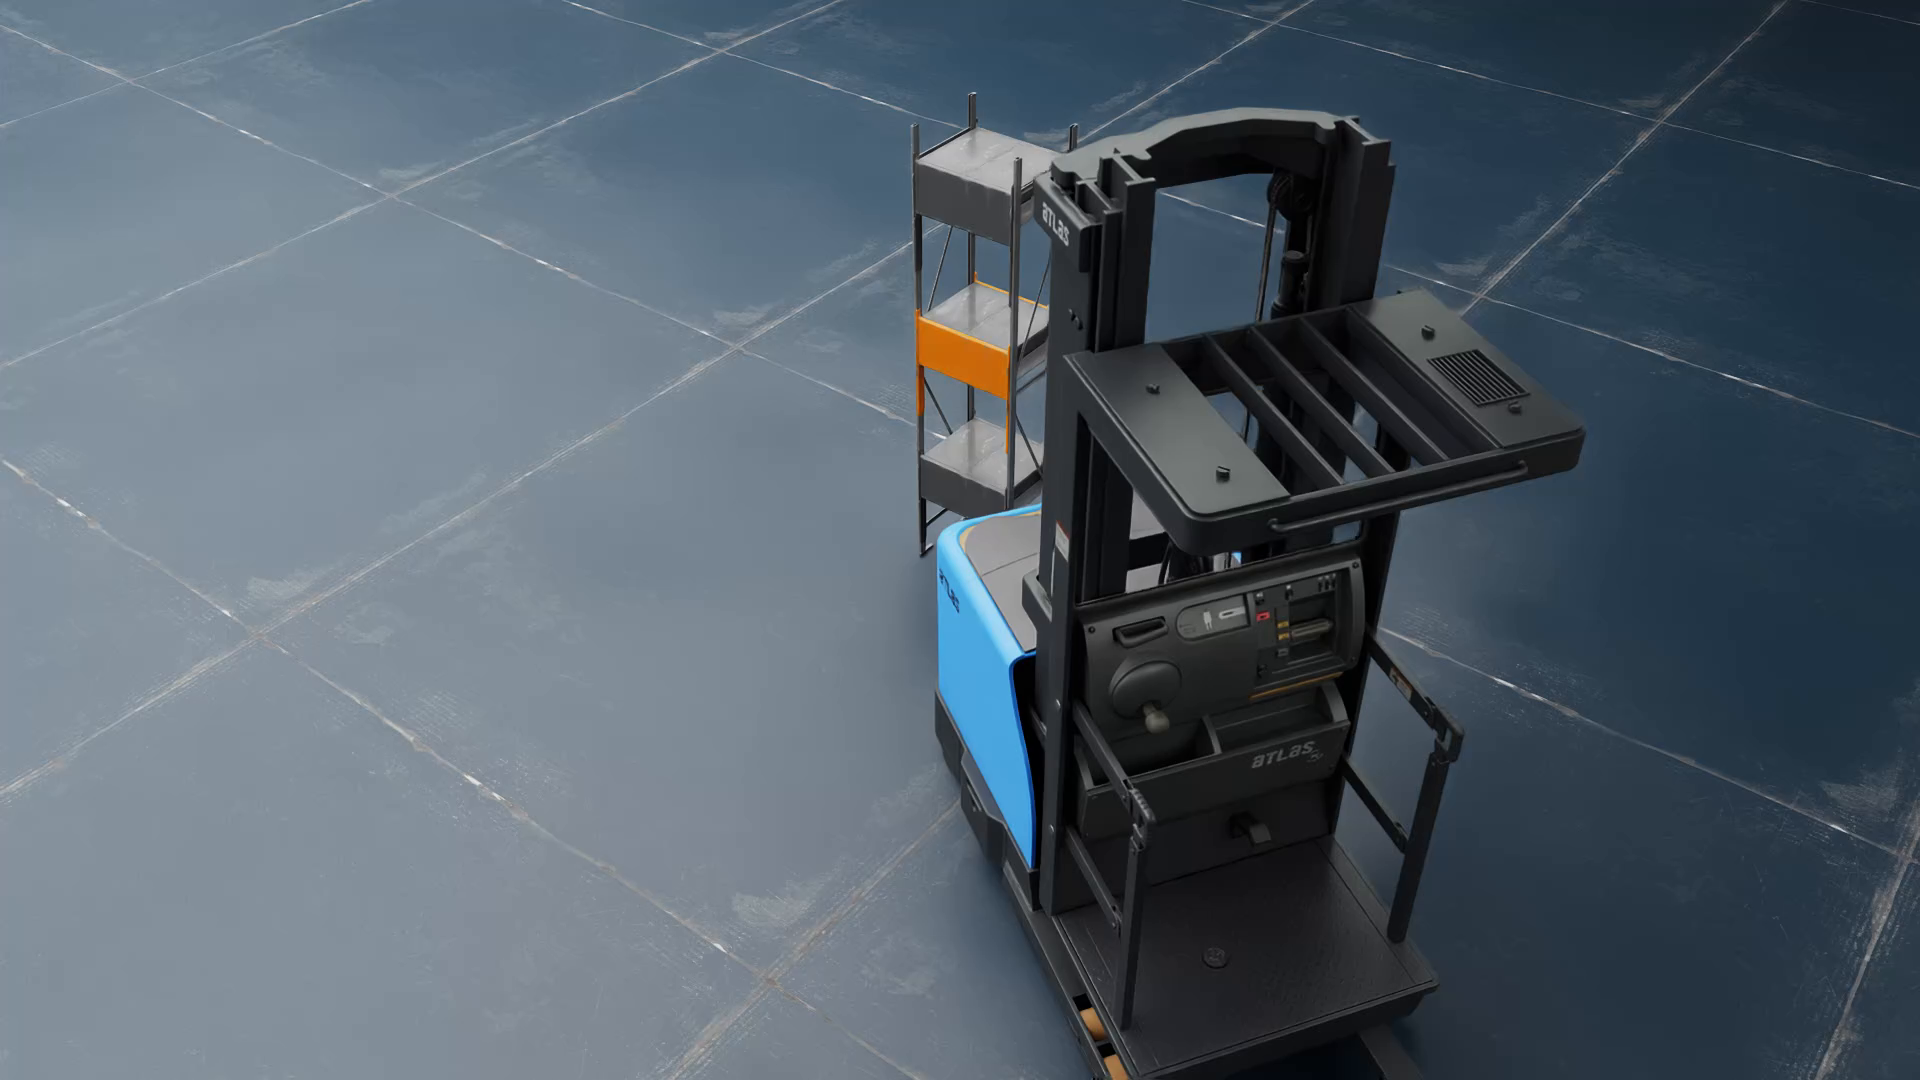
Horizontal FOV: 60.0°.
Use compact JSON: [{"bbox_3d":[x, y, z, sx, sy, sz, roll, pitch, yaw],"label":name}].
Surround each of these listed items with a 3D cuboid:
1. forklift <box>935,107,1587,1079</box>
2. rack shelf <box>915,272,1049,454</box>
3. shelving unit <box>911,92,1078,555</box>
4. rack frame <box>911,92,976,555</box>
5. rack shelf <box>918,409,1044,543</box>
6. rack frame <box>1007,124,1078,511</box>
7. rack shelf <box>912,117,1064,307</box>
[{"bbox_3d":[0.882,0.390,4.874,1.130,2.935,3.031,-13,40,-16],"label":"forklift"},{"bbox_3d":[0.131,-0.754,7.032,0.480,0.518,0.431,25,45,29],"label":"rack shelf"},{"bbox_3d":[0.131,-0.765,7.024,0.503,2.100,0.431,25,45,29],"label":"shelving unit"},{"bbox_3d":[-0.062,-0.856,7.140,0.015,2.100,0.400,25,45,29],"label":"rack frame"},{"bbox_3d":[0.131,-0.203,7.463,0.480,0.518,0.431,25,45,29],"label":"rack shelf"},{"bbox_3d":[0.325,-0.673,6.907,0.015,2.100,0.400,25,45,29],"label":"rack frame"},{"bbox_3d":[0.131,-1.305,6.600,0.480,0.518,0.431,25,45,29],"label":"rack shelf"}]
